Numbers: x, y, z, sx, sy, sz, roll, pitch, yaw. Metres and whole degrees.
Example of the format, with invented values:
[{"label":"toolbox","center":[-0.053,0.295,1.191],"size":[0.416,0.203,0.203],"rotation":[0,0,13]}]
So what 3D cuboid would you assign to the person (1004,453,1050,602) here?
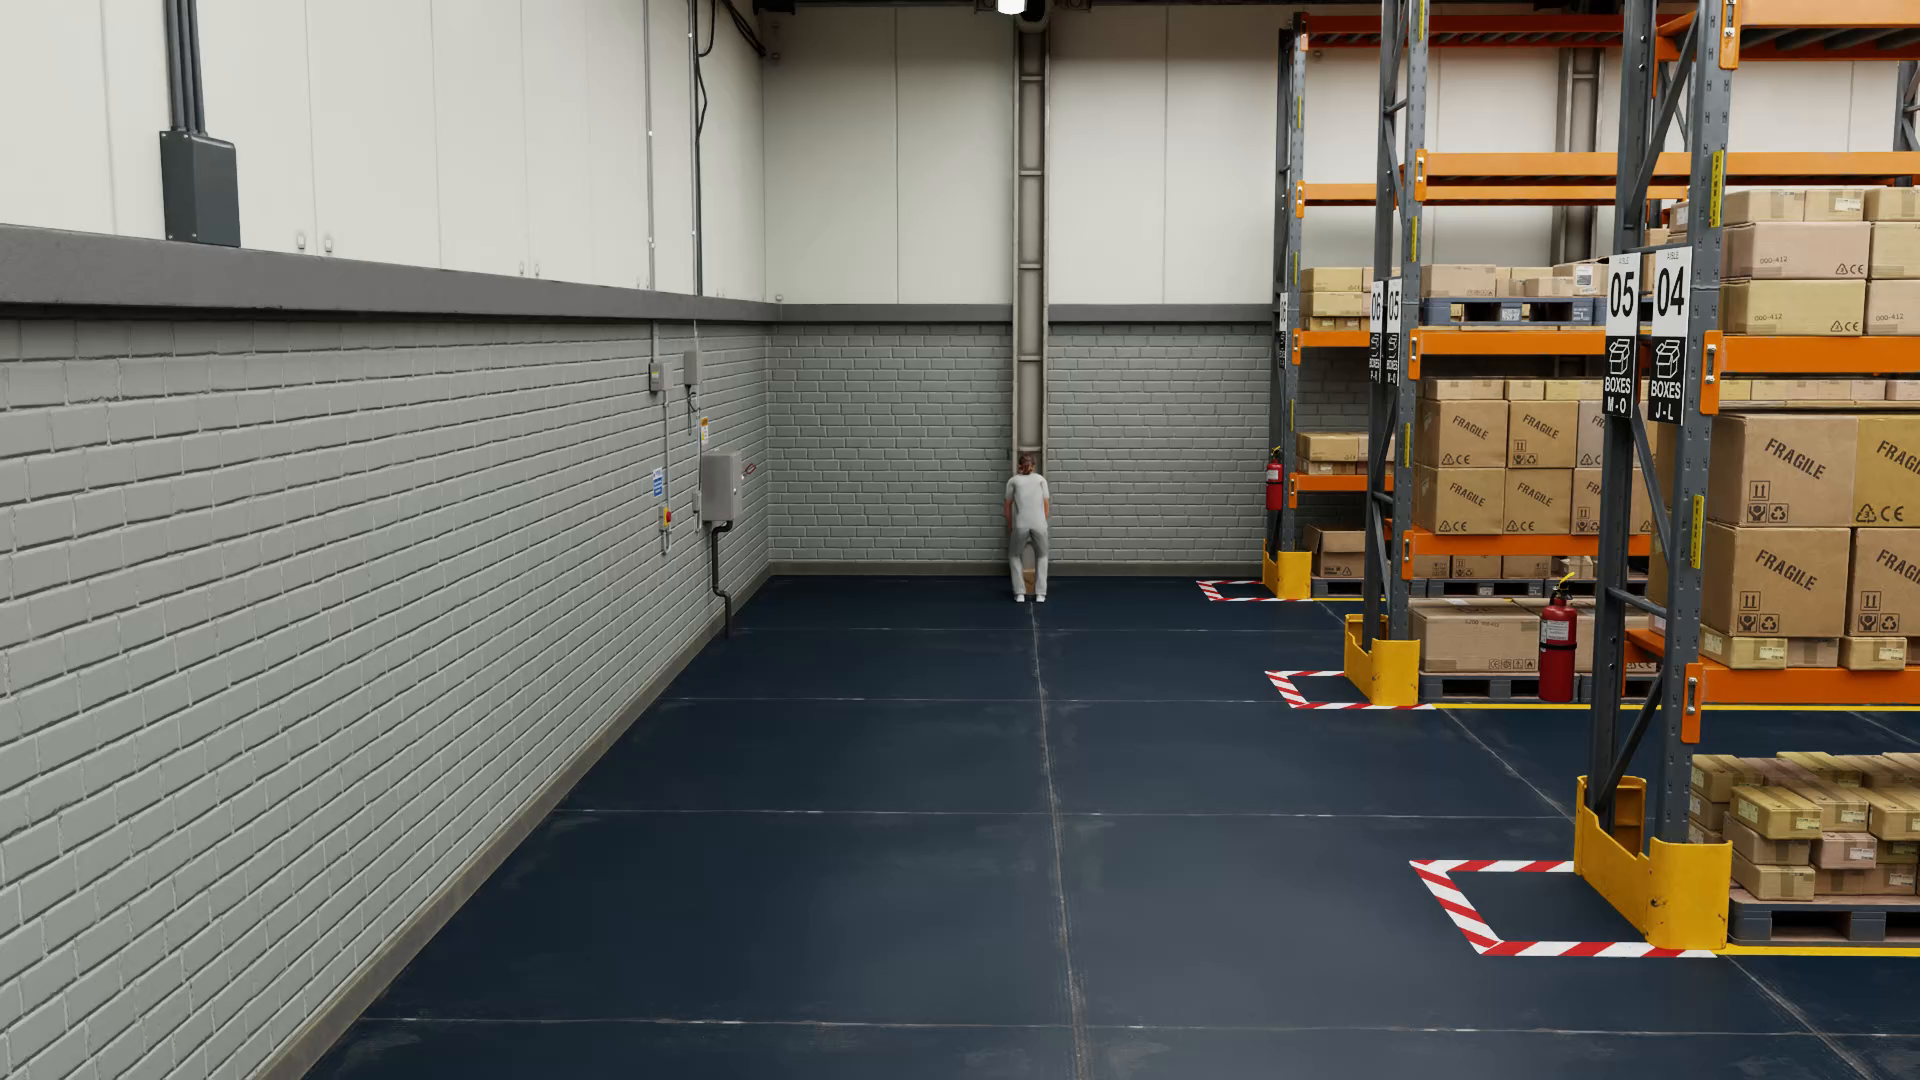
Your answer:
[{"label":"person","center":[0.695,-0.126,17.346],"size":[0.480,1.536,0.511],"rotation":[0,7,2]}]
